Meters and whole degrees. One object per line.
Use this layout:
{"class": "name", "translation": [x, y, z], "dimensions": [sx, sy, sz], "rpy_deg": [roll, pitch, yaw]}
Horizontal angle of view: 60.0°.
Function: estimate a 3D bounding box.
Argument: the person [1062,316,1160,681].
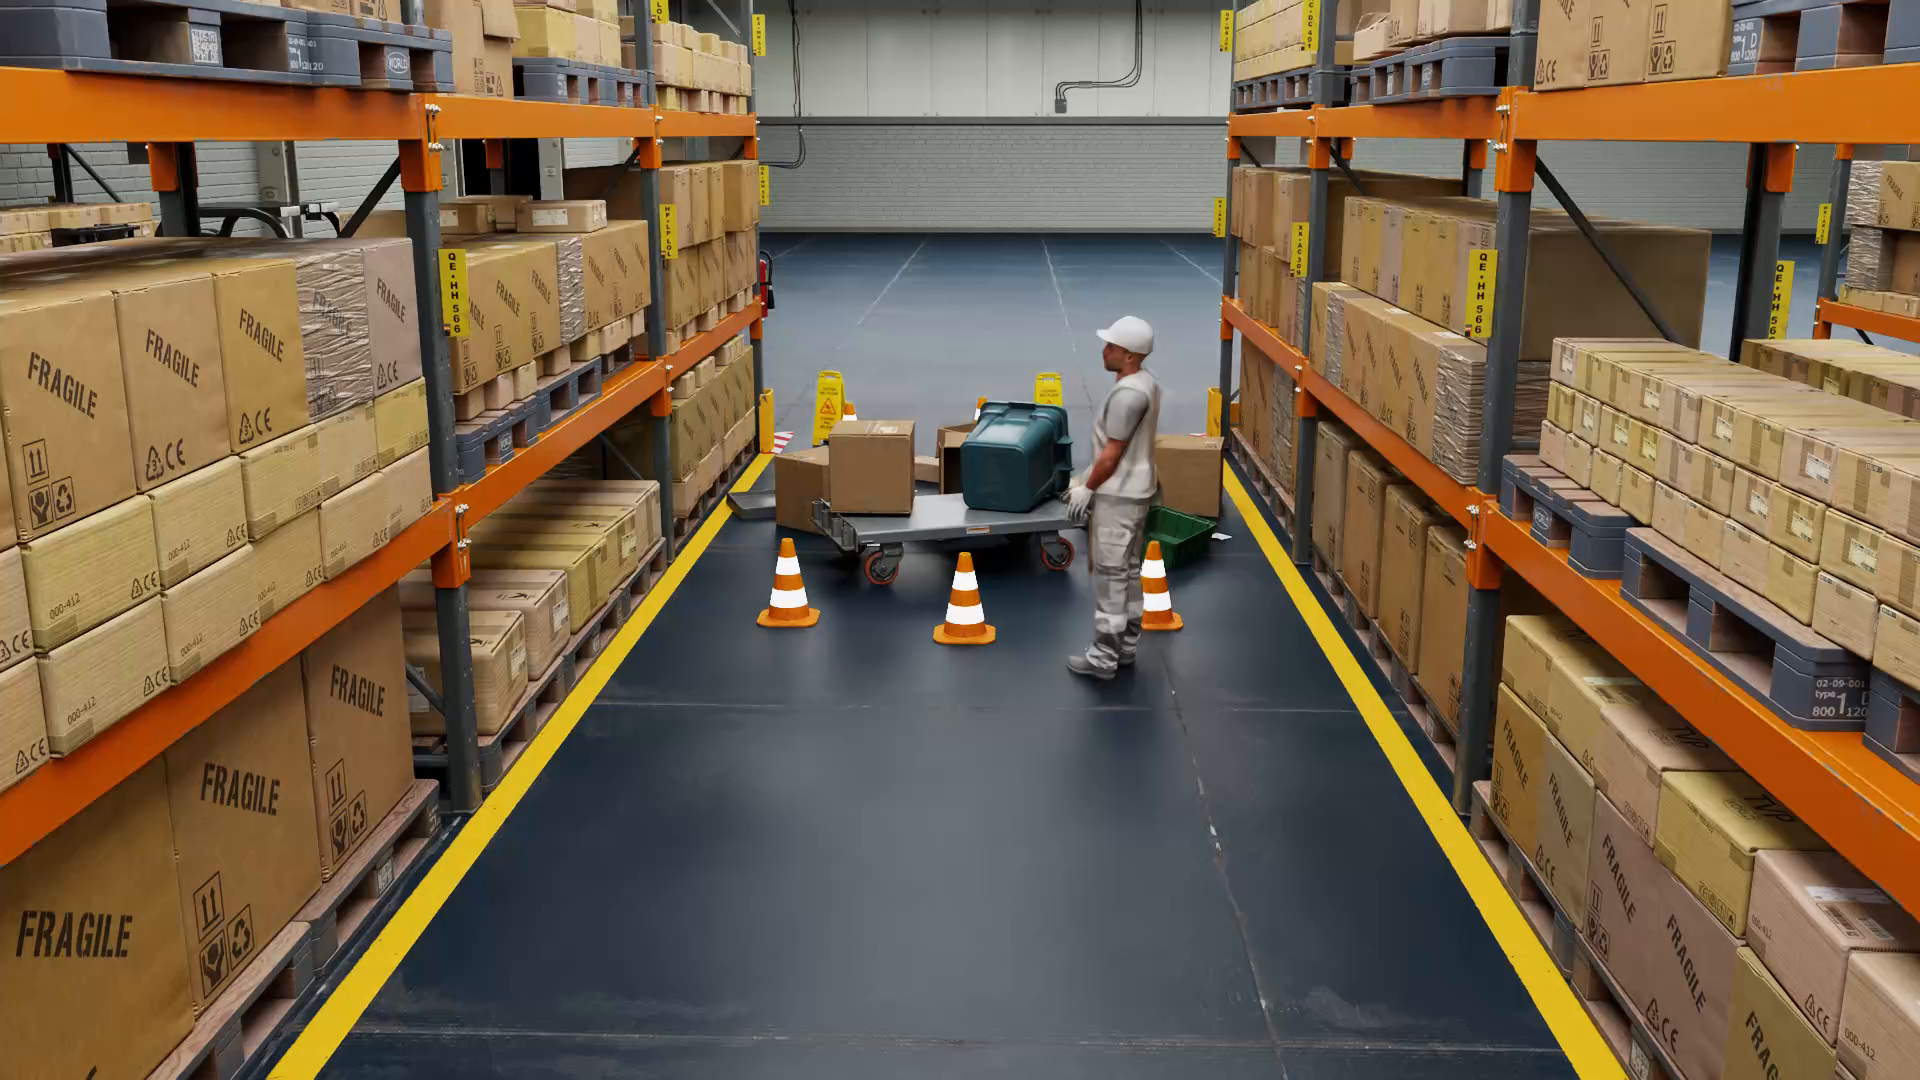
{"class": "person", "translation": [0.754, -0.213, 8.219], "dimensions": [0.437, 1.800, 0.584], "rpy_deg": [4, 14, 16]}
